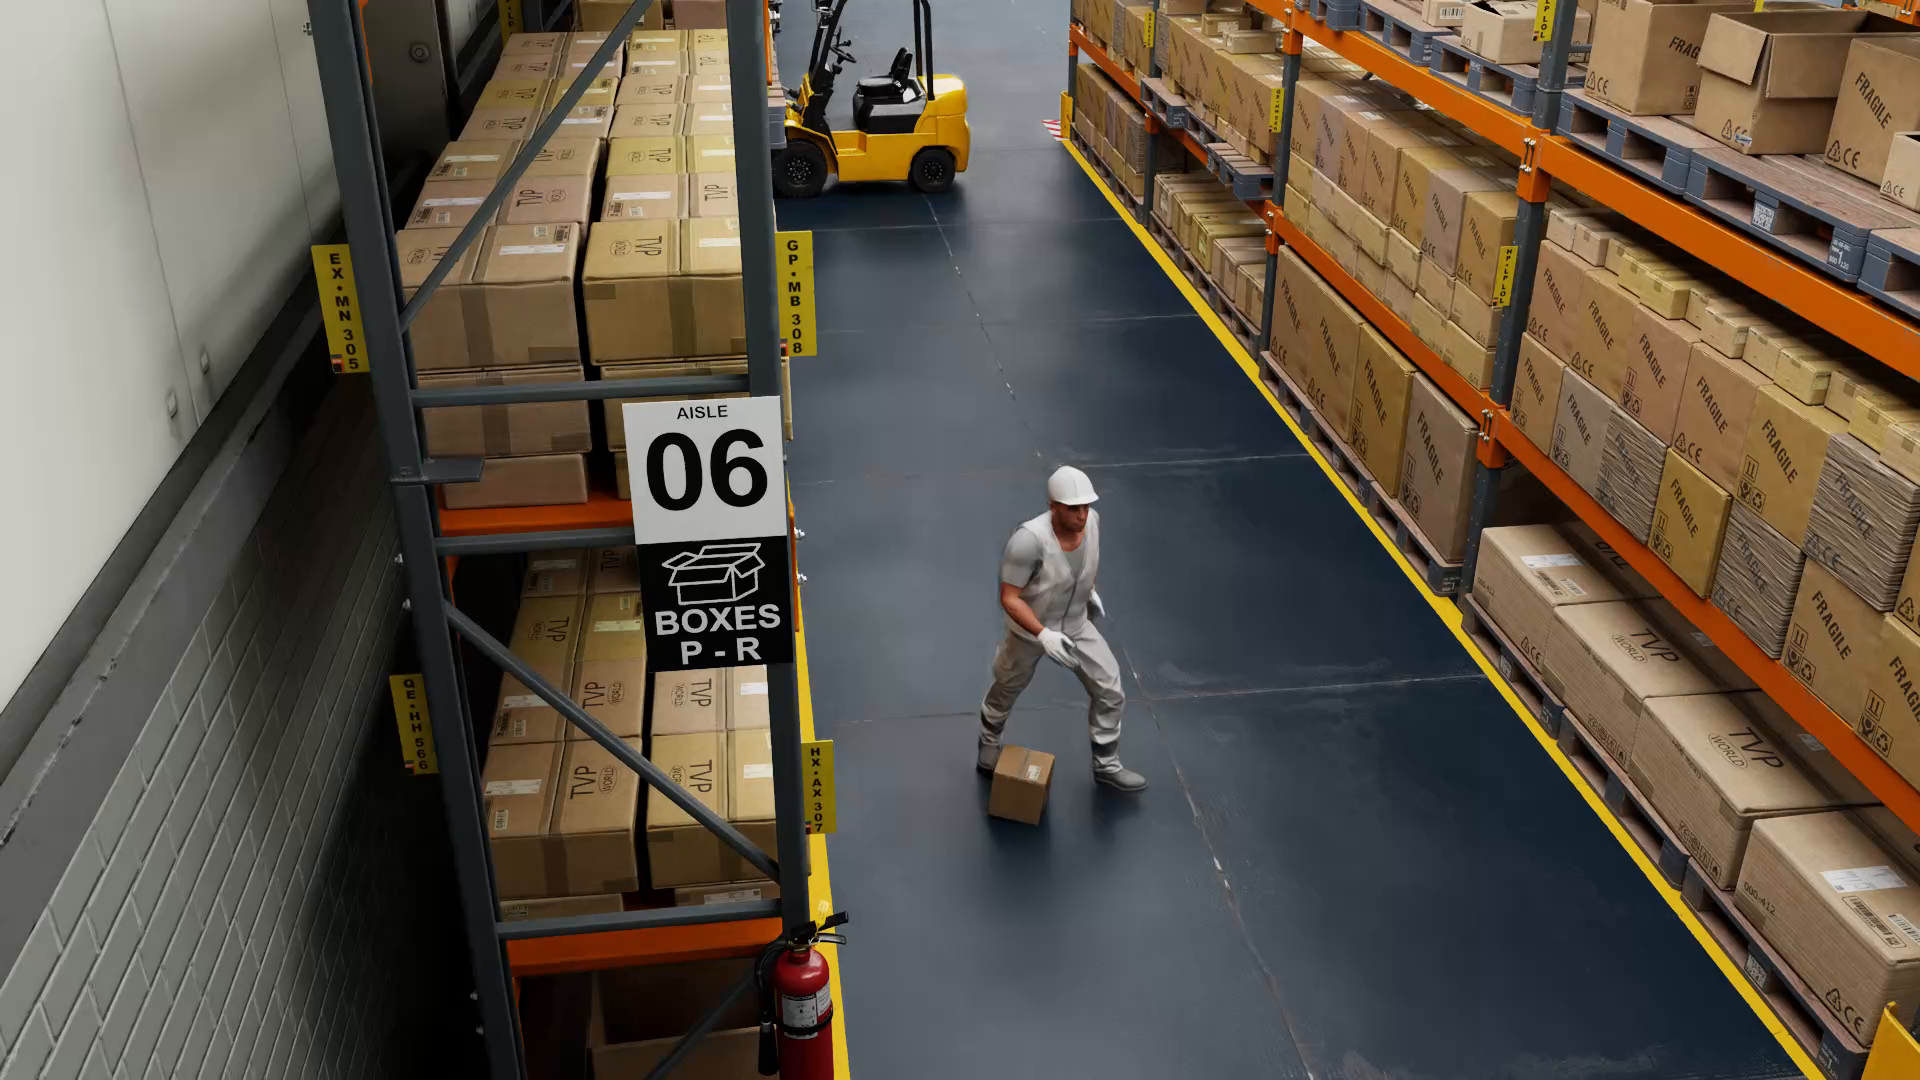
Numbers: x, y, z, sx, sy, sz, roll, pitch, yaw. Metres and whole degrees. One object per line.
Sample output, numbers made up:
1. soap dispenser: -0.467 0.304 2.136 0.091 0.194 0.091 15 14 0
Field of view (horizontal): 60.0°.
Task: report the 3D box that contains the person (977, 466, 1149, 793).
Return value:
1. person: 0.438 0.399 7.834 0.679 1.718 0.819 -14 30 -25
